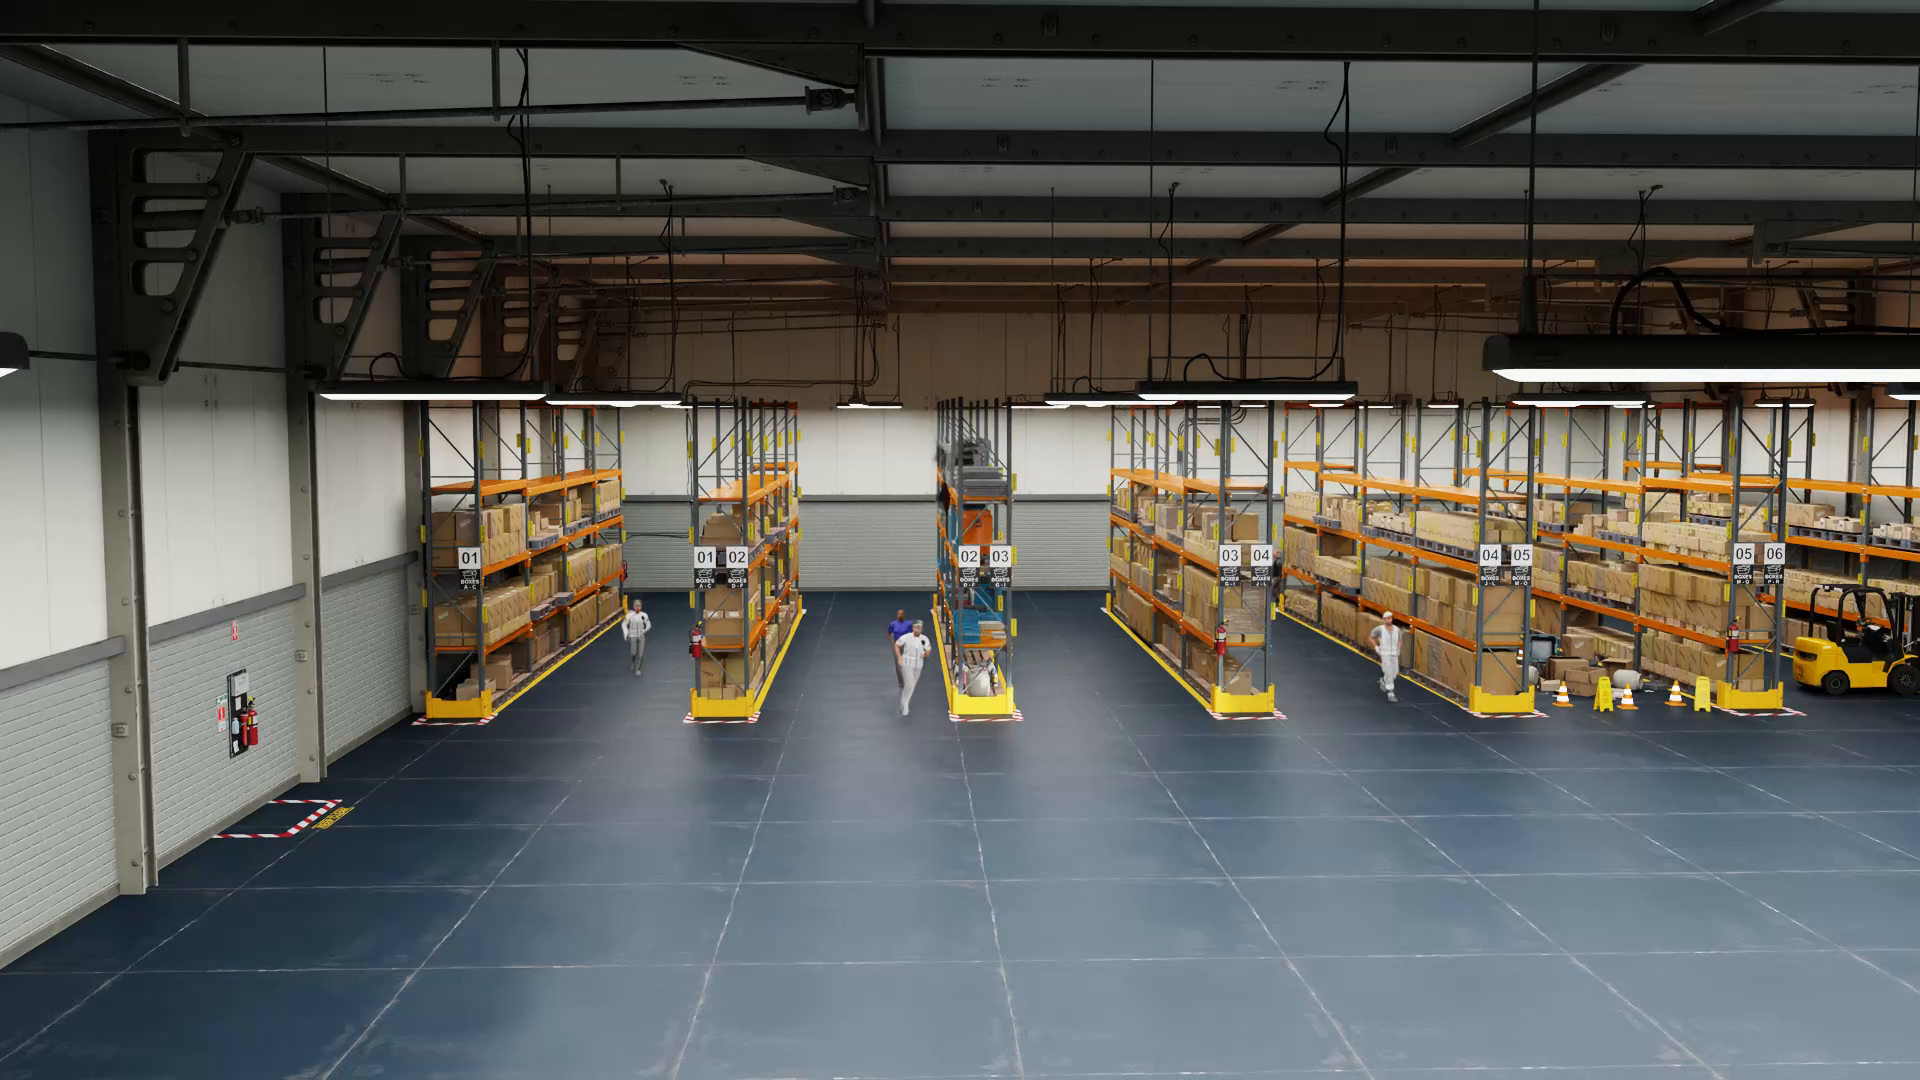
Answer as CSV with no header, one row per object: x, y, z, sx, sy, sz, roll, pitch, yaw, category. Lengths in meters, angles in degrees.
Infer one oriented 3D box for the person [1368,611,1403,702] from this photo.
8.449,2.291,32.878,0.661,1.767,0.881,-1,4,-10,person

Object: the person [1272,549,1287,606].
9.311,1.099,48.933,0.729,1.677,0.675,-1,5,-13,person

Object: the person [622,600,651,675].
-6.988,2.117,36.011,0.615,1.658,0.521,-1,5,-15,person

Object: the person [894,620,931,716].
-0.887,2.425,31.647,0.664,1.822,0.707,-2,5,-27,person

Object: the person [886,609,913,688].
-1.243,2.241,34.617,0.587,1.626,0.601,0,4,-3,person
